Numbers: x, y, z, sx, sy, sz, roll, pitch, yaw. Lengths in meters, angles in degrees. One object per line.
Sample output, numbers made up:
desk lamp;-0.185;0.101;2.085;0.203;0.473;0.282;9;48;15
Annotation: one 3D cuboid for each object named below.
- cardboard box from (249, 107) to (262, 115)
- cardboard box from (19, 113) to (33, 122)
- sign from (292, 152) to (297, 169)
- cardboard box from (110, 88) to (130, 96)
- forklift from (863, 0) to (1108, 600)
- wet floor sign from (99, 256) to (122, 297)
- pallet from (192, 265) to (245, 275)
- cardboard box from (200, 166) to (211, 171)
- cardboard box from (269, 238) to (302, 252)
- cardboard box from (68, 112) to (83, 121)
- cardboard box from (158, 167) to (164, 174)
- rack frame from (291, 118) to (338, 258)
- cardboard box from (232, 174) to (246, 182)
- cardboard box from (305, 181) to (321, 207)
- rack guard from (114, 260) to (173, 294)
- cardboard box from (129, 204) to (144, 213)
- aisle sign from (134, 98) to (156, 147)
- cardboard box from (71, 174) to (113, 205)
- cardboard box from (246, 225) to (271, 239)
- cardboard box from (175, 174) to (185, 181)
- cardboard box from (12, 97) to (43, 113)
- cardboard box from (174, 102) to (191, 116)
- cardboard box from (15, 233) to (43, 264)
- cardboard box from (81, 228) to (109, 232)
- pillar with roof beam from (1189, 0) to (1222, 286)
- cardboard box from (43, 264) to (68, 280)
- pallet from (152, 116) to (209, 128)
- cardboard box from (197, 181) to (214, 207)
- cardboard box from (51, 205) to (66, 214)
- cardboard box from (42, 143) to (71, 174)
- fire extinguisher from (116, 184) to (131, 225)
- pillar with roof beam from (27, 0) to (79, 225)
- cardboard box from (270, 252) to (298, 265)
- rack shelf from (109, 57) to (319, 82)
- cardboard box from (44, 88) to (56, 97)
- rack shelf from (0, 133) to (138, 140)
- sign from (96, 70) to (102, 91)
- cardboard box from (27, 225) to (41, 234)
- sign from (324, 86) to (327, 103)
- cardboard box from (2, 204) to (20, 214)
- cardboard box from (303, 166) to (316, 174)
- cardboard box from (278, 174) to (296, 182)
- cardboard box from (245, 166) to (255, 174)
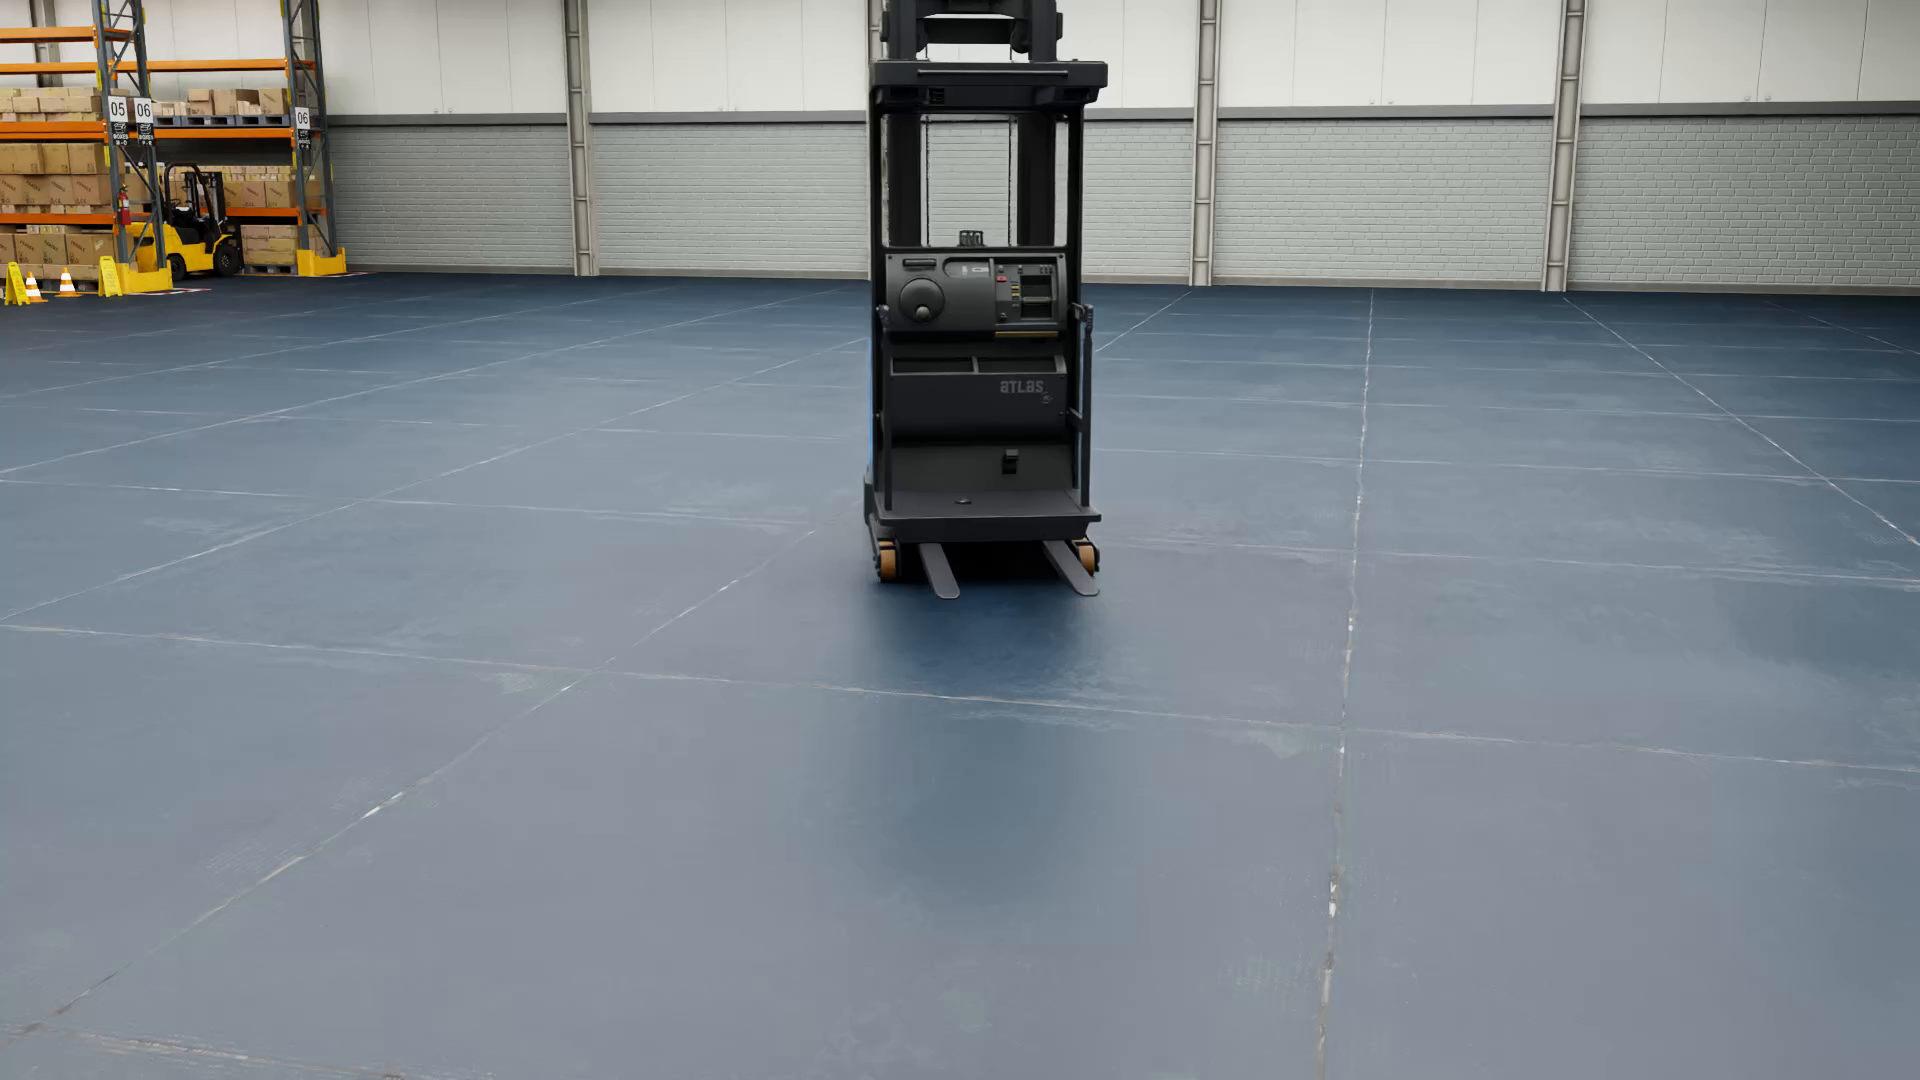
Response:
cardboard box;-13.568;-8.326;32.290;0.250;0.149;0.380;3;13;12
cardboard box;-15.526;-7.081;27.879;0.250;0.149;0.380;3;13;12
sign;-12.834;-7.319;32.075;0.005;0.325;0.100;3;13;14
cardboard box;-14.172;-7.499;27.924;0.250;0.149;0.380;3;13;13
forklift;0.107;-1.298;8.316;1.130;2.935;3.031;-1;13;-6
wet floor sign;-13.948;-4.323;27.228;0.232;0.644;0.267;8;15;33
pallet;-14.624;-5.485;33.466;1.213;0.211;1.003;3;13;14
cardboard box;-14.819;-7.331;32.937;0.250;0.149;0.380;3;13;14
cardboard box;-13.238;-5.817;32.753;0.500;0.250;0.500;3;13;13
cardboard box;-14.539;-7.015;27.580;0.250;0.149;0.380;3;13;14
cardboard box;-15.810;-7.385;33.177;0.250;0.149;0.380;3;13;12
rack frame;-12.690;-6.751;32.738;0.127;3.000;1.000;3;13;14
cardboard box;-14.095;-7.128;32.709;0.250;0.149;0.380;3;13;12
cardboard box;-13.105;-6.884;33.106;0.500;0.500;0.500;3;13;15
rack guard;-13.950;-4.491;28.321;0.348;0.500;1.175;3;13;14
cardboard box;-14.156;-5.646;28.335;0.250;0.149;0.380;3;13;14
aisle sign;-13.742;-7.038;28.030;0.004;0.787;0.394;3;13;14
cardboard box;-14.469;-5.871;27.855;0.500;0.500;0.500;3;13;13
cardboard box;-13.709;-6.085;32.808;0.500;0.250;0.500;3;13;15
cardboard box;-15.340;-7.189;32.984;0.250;0.149;0.380;3;13;13
cardboard box;-15.430;-7.266;27.791;0.500;0.250;0.500;3;13;15
cardboard box;-15.206;-8.470;32.672;0.258;0.266;0.396;3;13;12
cardboard box;-15.712;-4.977;28.387;0.500;0.500;0.500;3;13;12
cardboard box;-17.835;-6.071;34.185;0.625;0.625;0.875;3;13;13
pillar with roof beam;3.294;-8.066;24.814;0.400;9.000;9.100;3;13;14
cardboard box;-15.226;-4.584;28.347;0.500;0.250;0.500;3;13;14
pallet;-15.740;-8.341;33.183;1.213;0.211;1.003;3;13;14
cardboard box;-14.721;-6.849;32.950;0.500;0.500;0.500;3;13;14
cardboard box;-15.064;-5.574;28.010;0.250;0.149;0.380;3;13;15
cardboard box;-14.914;-6.398;27.919;0.500;0.500;0.700;3;13;14
fire extinguisher;-13.875;-5.567;27.577;0.183;0.674;0.296;3;13;14
pillar with roof beam;-20.007;-9.312;30.428;0.400;9.000;9.100;3;13;14
cardboard box;-13.222;-5.572;32.800;0.500;0.250;0.500;3;13;14
rack shelf;-14.632;-9.237;32.677;4.000;0.370;1.077;3;13;14
cardboard box;-15.002;-7.448;27.694;0.250;0.149;0.380;3;13;14
rack shelf;-18.516;-8.176;33.894;4.000;0.370;1.077;3;13;14
sign;-14.028;-7.488;27.090;0.005;0.325;0.100;3;13;14
cardboard box;-15.588;-5.272;28.220;0.250;0.149;0.380;4;13;16
sign;-12.552;-8.797;32.834;0.005;0.325;0.100;3;13;14
cardboard box;-16.039;-5.633;28.277;0.250;0.149;0.380;3;13;13
cardboard box;-12.965;-7.324;32.905;0.250;0.149;0.380;3;13;12
cardboard box;-13.094;-7.076;32.472;0.250;0.149;0.380;3;13;14
cardboard box;-13.820;-7.279;32.701;0.250;0.149;0.380;3;13;14
